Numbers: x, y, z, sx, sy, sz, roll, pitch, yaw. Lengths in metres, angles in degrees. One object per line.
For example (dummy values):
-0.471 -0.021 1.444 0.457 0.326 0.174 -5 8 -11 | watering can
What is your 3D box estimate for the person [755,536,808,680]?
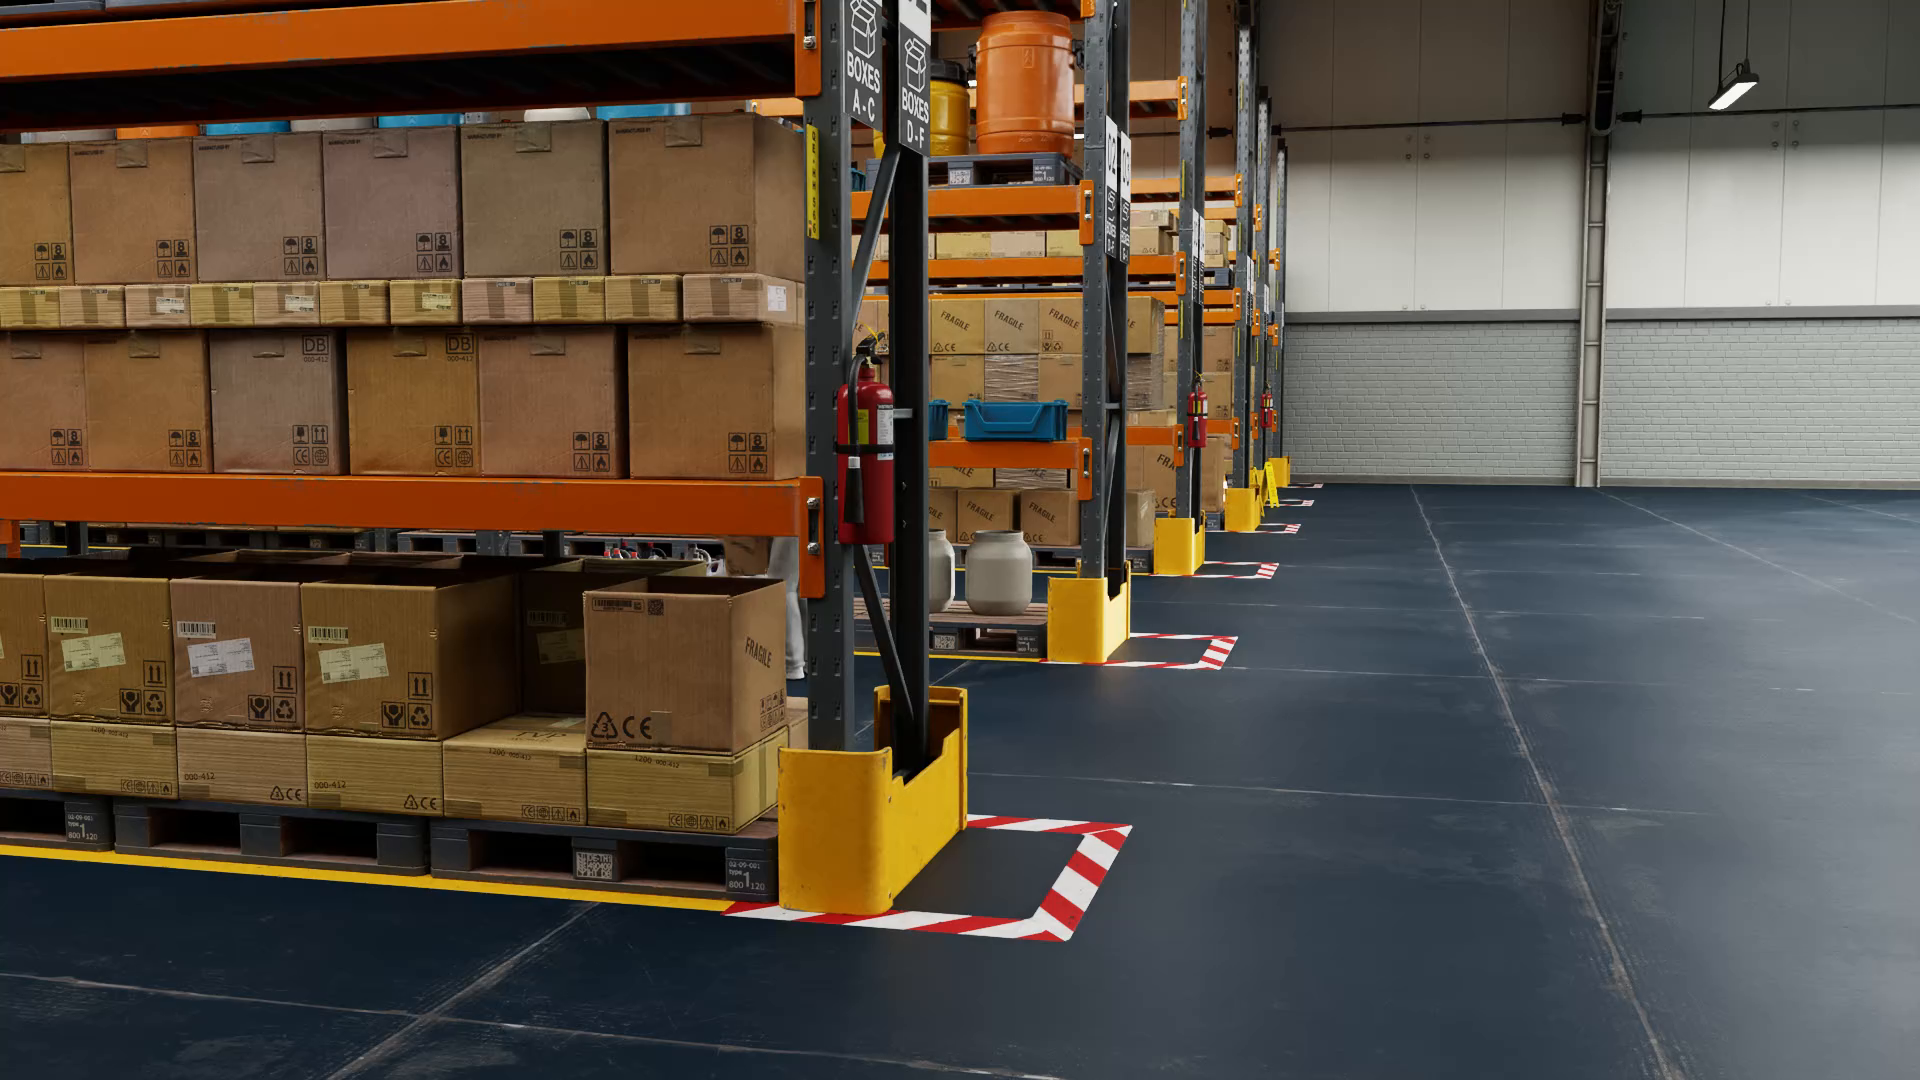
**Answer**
-0.949 -0.066 9.261 0.420 1.676 0.467 1 5 12 | person
